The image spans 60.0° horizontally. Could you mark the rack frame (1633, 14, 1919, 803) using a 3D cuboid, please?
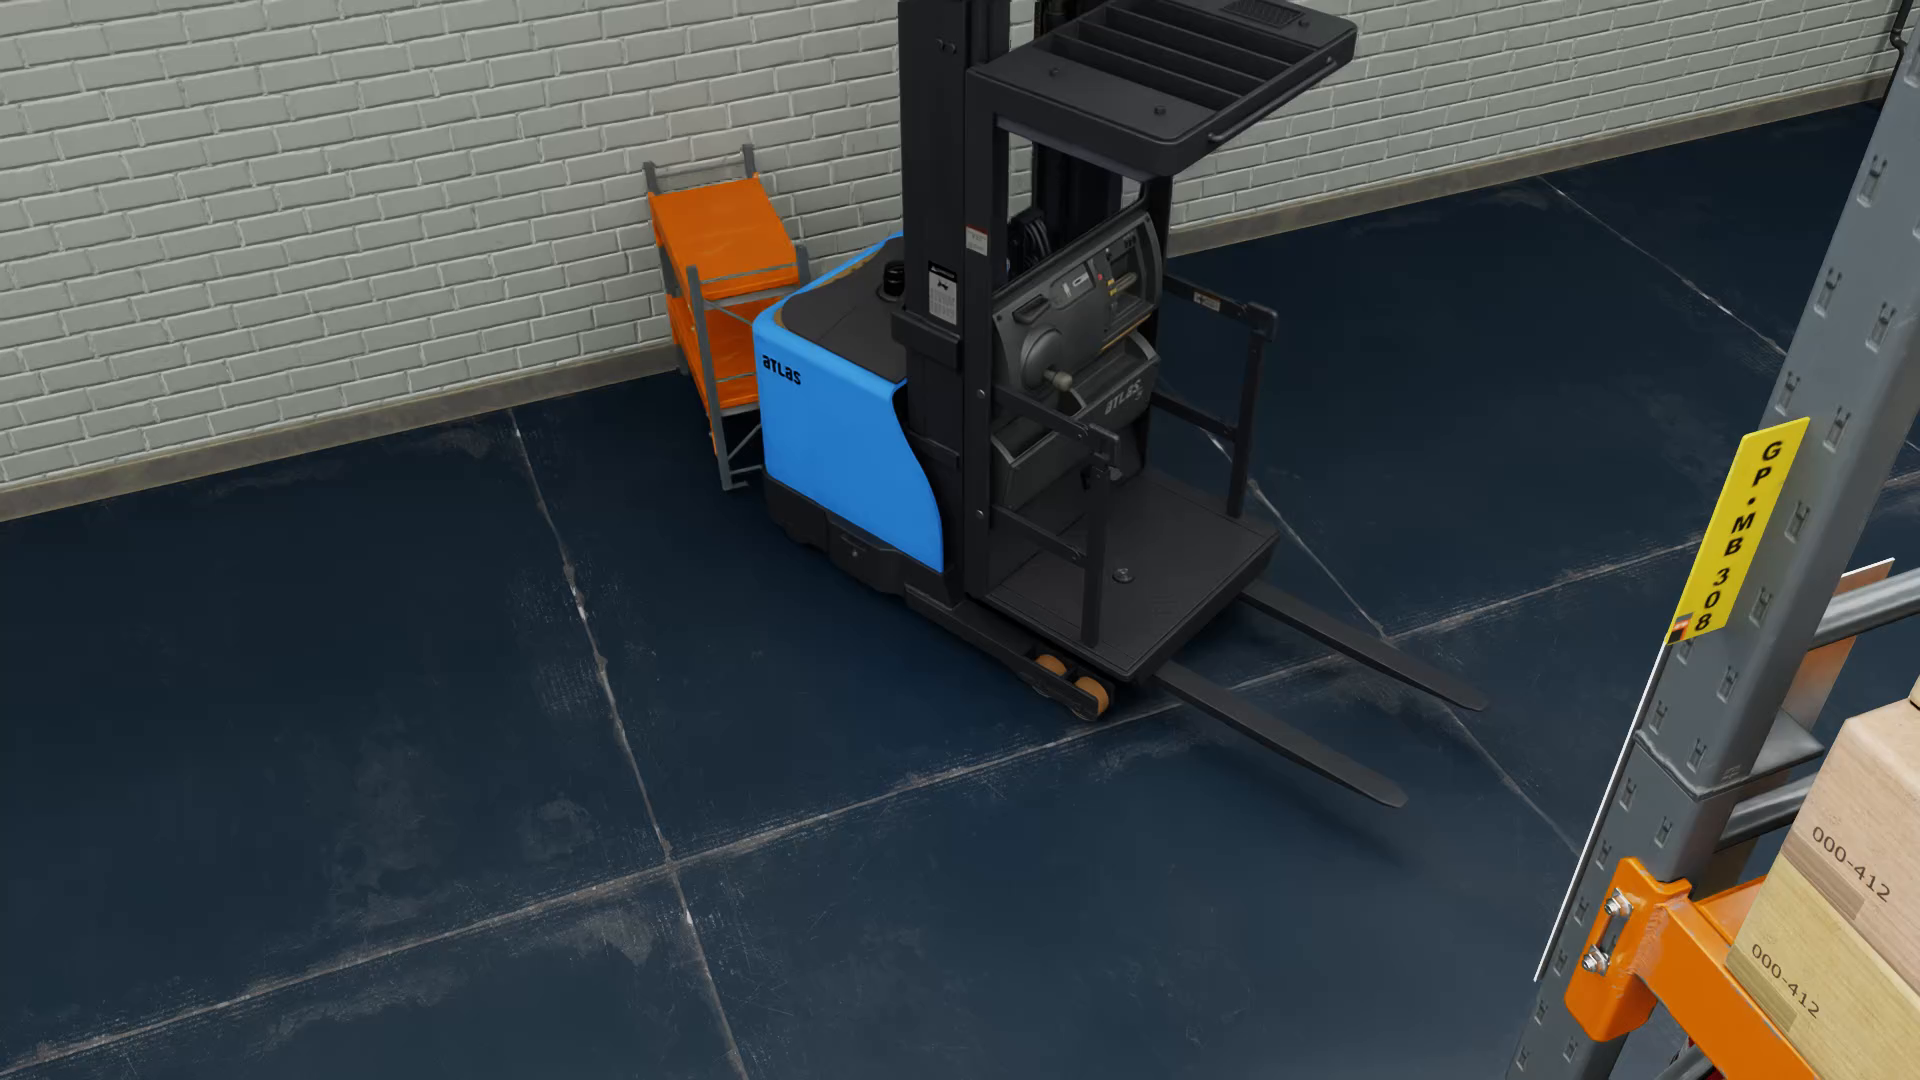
[{"bbox_3d":[1.427,-0.946,1.449,1.000,3.000,0.127,-15,43,-17],"label":"rack frame"}]

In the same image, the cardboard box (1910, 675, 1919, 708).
[{"bbox_3d":[1.340,0.159,1.890,0.380,0.149,0.250,-15,43,-17],"label":"cardboard box"}]

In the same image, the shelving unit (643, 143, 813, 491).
[{"bbox_3d":[-1.007,-1.019,7.528,0.538,1.125,1.048,-13,40,-13],"label":"shelving unit"}]

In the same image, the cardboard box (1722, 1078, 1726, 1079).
[{"bbox_3d":[1.353,1.135,2.558,0.500,0.500,0.500,-15,43,-17],"label":"cardboard box"}]

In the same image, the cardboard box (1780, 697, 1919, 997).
[{"bbox_3d":[1.359,0.394,1.923,0.500,0.250,0.500,-14,43,-16],"label":"cardboard box"}]

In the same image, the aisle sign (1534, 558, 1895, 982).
[{"bbox_3d":[1.122,0.374,2.521,0.394,0.787,0.004,-15,43,-17],"label":"aisle sign"}]

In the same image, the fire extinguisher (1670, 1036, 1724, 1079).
[{"bbox_3d":[1.757,1.232,3.862,0.296,0.674,0.183,-15,43,-17],"label":"fire extinguisher"}]

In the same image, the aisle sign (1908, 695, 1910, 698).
[{"bbox_3d":[1.676,0.224,2.695,0.394,0.787,0.004,-15,43,-17],"label":"aisle sign"}]

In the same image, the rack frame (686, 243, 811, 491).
[{"bbox_3d":[-0.848,-0.722,7.148,0.500,1.125,0.032,-13,40,-13],"label":"rack frame"}]

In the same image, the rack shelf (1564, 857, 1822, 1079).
[{"bbox_3d":[2.192,1.669,1.260,1.077,0.370,4.000,-15,43,-17],"label":"rack shelf"}]

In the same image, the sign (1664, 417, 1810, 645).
[{"bbox_3d":[0.926,-0.005,1.984,0.100,0.325,0.005,-15,43,-17],"label":"sign"}]

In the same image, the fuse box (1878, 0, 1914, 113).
[{"bbox_3d":[5.779,-3.306,9.782,0.539,1.711,0.414,-15,43,-17],"label":"fuse box"}]

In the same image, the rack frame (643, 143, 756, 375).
[{"bbox_3d":[-1.166,-1.317,7.908,0.500,1.125,0.032,-13,40,-13],"label":"rack frame"}]

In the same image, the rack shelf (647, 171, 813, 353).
[{"bbox_3d":[-1.020,-1.247,7.345,0.538,0.278,1.000,-13,40,-13],"label":"rack shelf"}]

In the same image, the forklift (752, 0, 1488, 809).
[{"bbox_3d":[0.601,-0.806,5.940,3.031,2.935,1.130,29,48,29],"label":"forklift"}]

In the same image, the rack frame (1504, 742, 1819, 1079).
[{"bbox_3d":[1.427,1.328,3.405,1.000,3.000,0.127,-15,43,-17],"label":"rack frame"}]

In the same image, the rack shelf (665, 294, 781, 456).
[{"bbox_3d":[-0.997,-0.829,7.681,0.538,0.278,1.000,-13,40,-13],"label":"rack shelf"}]

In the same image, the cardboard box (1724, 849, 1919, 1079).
[{"bbox_3d":[1.363,0.582,2.087,0.500,0.250,0.500,-14,43,-15],"label":"cardboard box"}]
